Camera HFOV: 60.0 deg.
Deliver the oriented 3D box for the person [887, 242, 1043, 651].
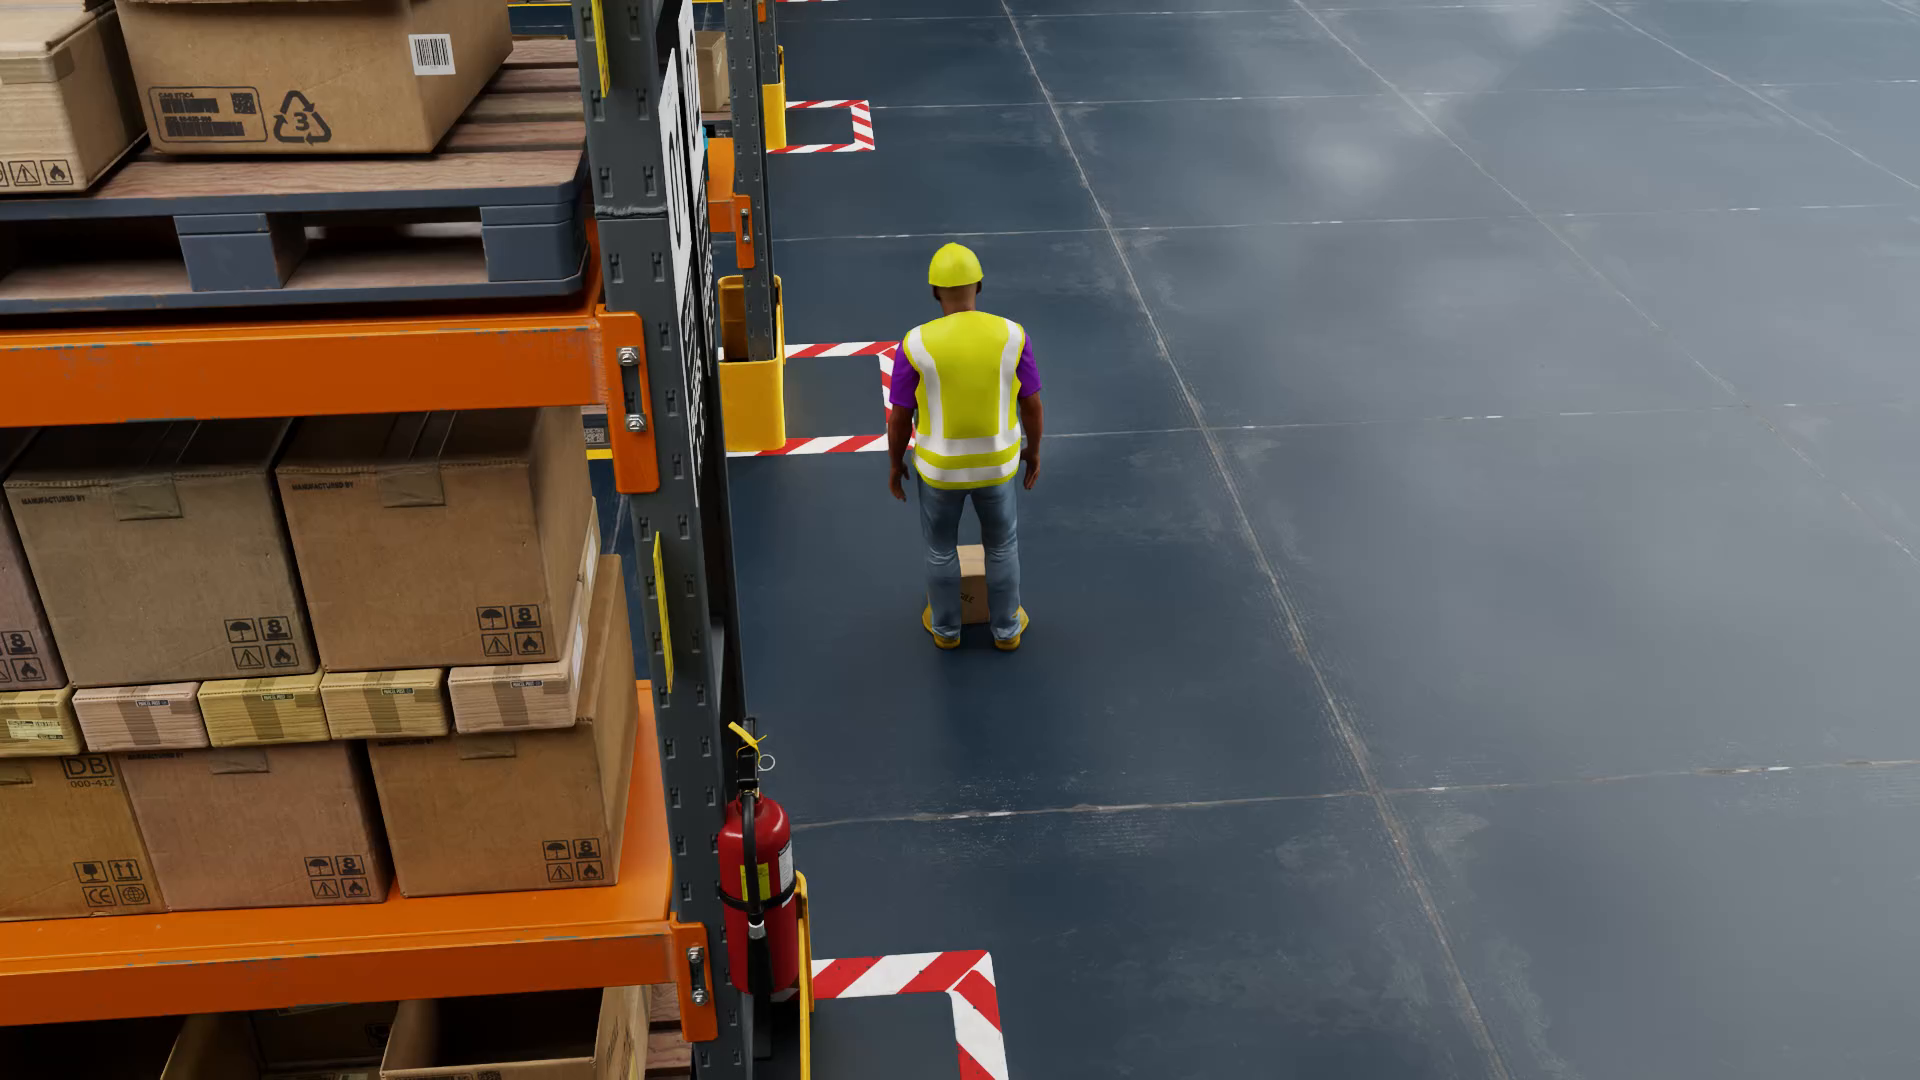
[{"bbox_3d":[0.018,-0.329,6.669,0.628,1.755,0.461,-4,31,-7],"label":"person"}]
